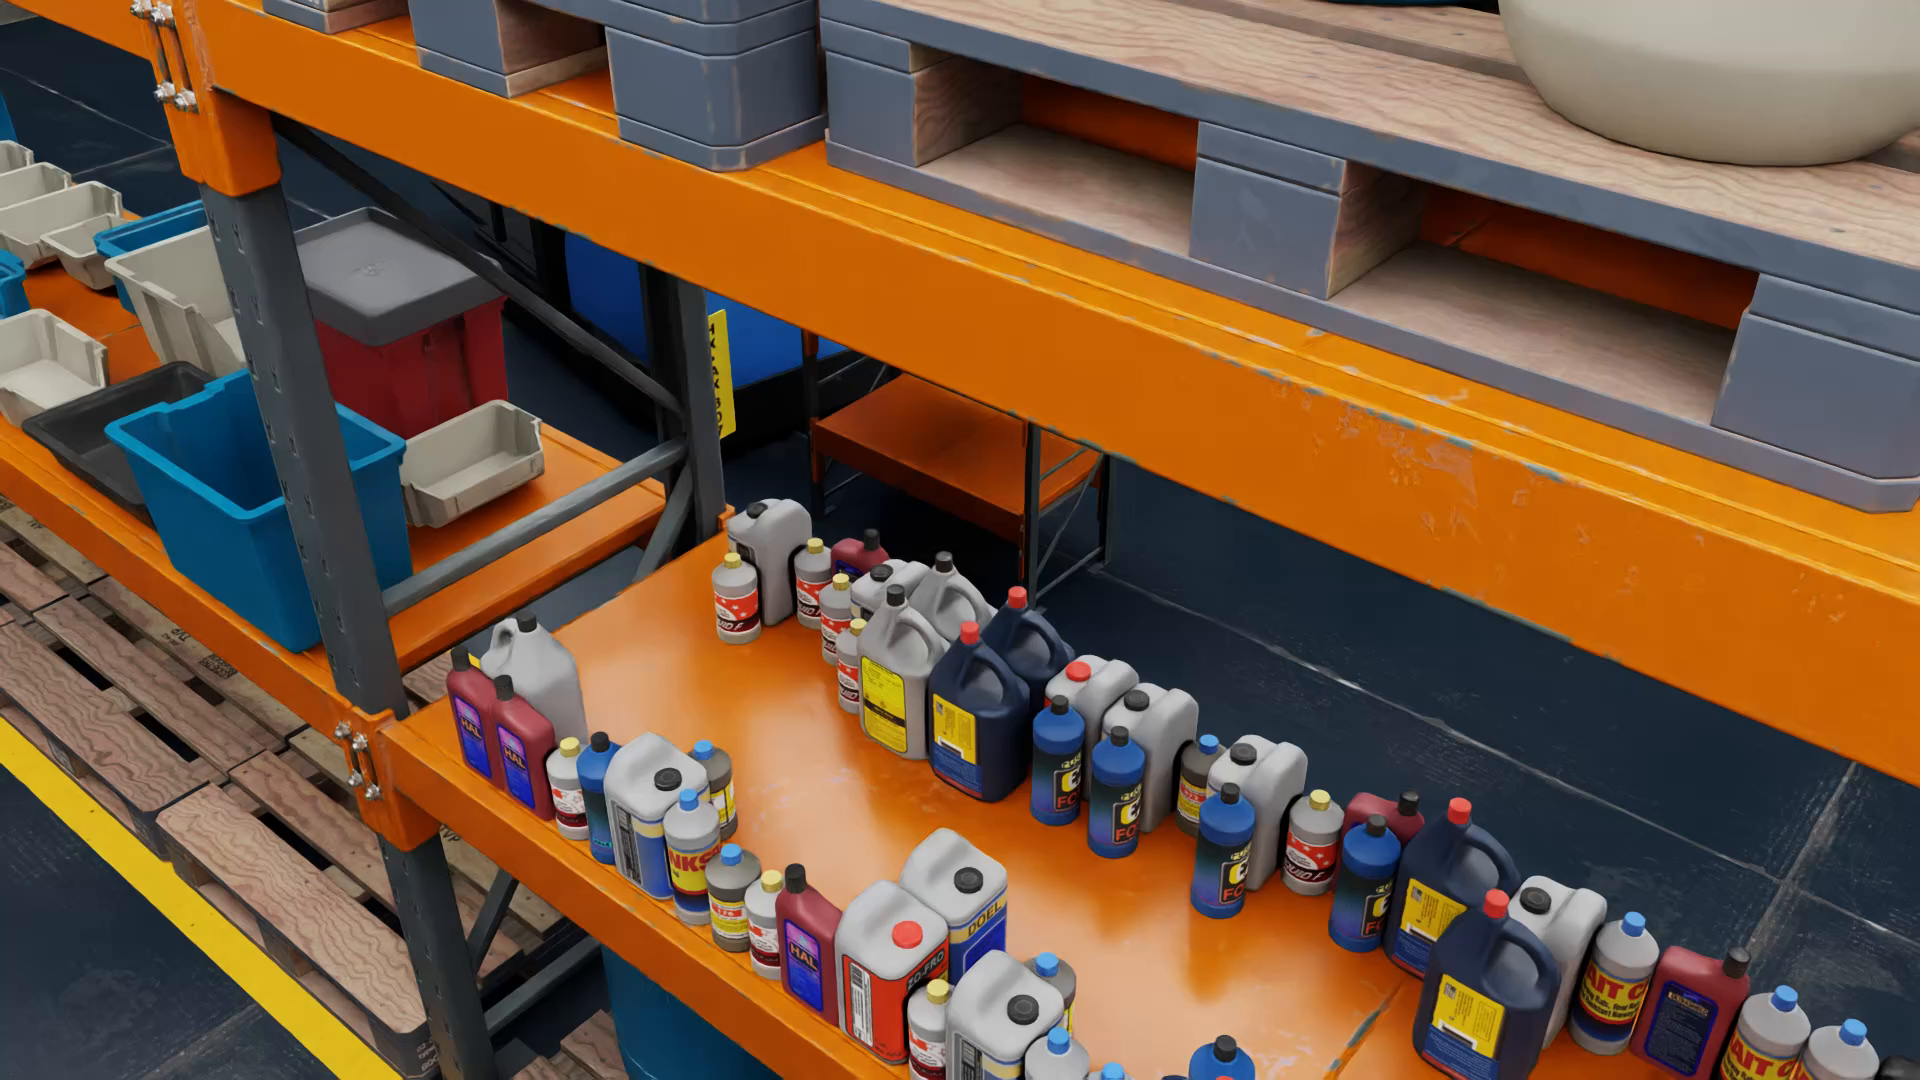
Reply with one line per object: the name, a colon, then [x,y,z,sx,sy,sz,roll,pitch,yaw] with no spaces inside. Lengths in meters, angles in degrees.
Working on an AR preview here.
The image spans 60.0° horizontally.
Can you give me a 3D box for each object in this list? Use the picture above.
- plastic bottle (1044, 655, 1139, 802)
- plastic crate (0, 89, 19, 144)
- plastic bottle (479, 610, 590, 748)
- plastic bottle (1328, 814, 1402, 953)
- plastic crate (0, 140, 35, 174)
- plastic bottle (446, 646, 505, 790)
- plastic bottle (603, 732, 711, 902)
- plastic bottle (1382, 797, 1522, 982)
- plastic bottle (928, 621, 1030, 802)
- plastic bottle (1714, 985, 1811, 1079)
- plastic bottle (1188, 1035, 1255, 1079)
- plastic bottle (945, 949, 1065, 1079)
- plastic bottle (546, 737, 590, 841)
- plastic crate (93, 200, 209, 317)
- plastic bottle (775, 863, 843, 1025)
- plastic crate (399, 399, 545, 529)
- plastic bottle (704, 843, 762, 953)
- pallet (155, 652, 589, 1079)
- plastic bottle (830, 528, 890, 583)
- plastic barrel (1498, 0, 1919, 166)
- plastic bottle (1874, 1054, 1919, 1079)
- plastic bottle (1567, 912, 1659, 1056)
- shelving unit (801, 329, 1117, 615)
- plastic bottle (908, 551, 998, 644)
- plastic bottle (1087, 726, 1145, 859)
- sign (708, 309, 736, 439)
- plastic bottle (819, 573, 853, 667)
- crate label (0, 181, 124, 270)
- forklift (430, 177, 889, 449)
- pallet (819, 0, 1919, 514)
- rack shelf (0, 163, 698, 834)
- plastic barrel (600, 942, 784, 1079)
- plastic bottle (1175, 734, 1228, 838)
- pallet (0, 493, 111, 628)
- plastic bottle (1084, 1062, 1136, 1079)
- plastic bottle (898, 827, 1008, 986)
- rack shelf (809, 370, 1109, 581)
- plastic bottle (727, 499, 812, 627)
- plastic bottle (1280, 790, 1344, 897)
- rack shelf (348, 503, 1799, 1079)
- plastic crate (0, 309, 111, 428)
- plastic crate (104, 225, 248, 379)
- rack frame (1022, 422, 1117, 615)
plastic bottle: [0.249,0.342,3.212,0.135,0.276,0.152,25,42,32]
plastic crate: [-3.627,-1.474,5.663,0.499,0.435,0.616,25,42,32]
plastic bottle: [-0.835,0.277,3.240,0.185,0.351,0.144,25,42,32]
plastic bottle: [0.701,0.582,2.867,0.097,0.271,0.097,0,34,0]
plastic crate: [-3.261,-1.174,5.490,0.243,0.136,0.396,25,42,32]
plastic bottle: [-0.921,0.340,3.208,0.133,0.283,0.061,25,42,32]
plastic bottle: [-0.536,0.491,2.995,0.135,0.276,0.152,25,42,32]
plastic bottle: [0.833,0.584,2.794,0.185,0.351,0.144,25,42,32]
plastic bottle: [0.036,0.315,3.186,0.185,0.351,0.144,25,42,32]
plastic bottle: [1.237,0.790,2.564,0.097,0.271,0.097,0,34,0]
plastic bottle: [0.386,0.842,2.489,0.097,0.271,0.097,0,34,0]
plastic bottle: [0.072,0.778,2.577,0.135,0.276,0.152,25,42,32]
plastic bottle: [-0.718,0.456,3.111,0.097,0.201,0.097,0,34,0]
plastic crate: [-2.261,-0.798,4.858,0.300,0.233,0.416,25,42,32]
plastic bottle: [-0.238,0.662,2.739,0.133,0.283,0.061,25,42,32]
plastic crate: [-1.196,-0.173,4.032,0.243,0.136,0.396,25,42,32]
plastic bottle: [-0.390,0.611,2.886,0.097,0.201,0.097,0,34,0]
pallet: [-1.519,0.874,4.791,1.213,0.211,1.003,25,42,32]
plastic bottle: [-0.213,0.088,3.575,0.133,0.283,0.061,25,42,32]
plastic barrel: [0.686,-0.619,1.362,0.433,0.535,0.433,0,34,0]
plastic bottle: [1.412,0.854,2.460,0.133,0.283,0.061,25,42,32]
plastic bottle: [1.060,0.706,2.686,0.097,0.271,0.097,0,34,0]
shelving unit: [-0.005,-0.466,5.935,1.048,1.125,0.538,25,42,32]
plastic bottle: [-0.014,0.185,3.375,0.185,0.351,0.144,25,42,32]
plastic bottle: [0.287,0.454,3.053,0.097,0.271,0.097,0,34,0]
sign: [-0.576,-0.379,3.907,0.005,0.325,0.100,25,42,32]
plastic bottle: [-0.249,0.163,3.539,0.097,0.201,0.097,0,34,0]
crate label: [-2.818,-0.973,5.197,0.243,0.136,0.396,25,42,32]
forklift: [-1.546,-2.337,7.063,1.130,2.935,3.031,-24,41,-30]
pallet: [0.609,-0.534,1.895,1.213,0.211,1.003,25,42,32]
rack shelf: [-2.466,-0.454,4.897,4.000,0.370,1.077,25,42,32]
plastic barrel: [-0.522,0.870,3.816,0.708,0.901,0.600,25,42,32]
plastic bottle: [0.459,0.452,3.118,0.097,0.201,0.097,0,34,0]
pallet: [-3.395,-0.010,6.078,1.213,0.211,1.003,25,42,32]
plastic bottle: [0.219,0.869,2.449,0.097,0.271,0.097,0,34,0]
plastic bottle: [-0.009,0.628,2.796,0.135,0.276,0.152,25,42,32]
rack shelf: [-0.005,-0.265,6.074,1.000,0.278,0.538,25,42,32]
plastic bottle: [-0.420,0.027,3.670,0.135,0.276,0.152,25,42,32]
plastic bottle: [0.637,0.536,2.996,0.097,0.201,0.097,0,34,0]
rack shelf: [0.608,0.995,2.787,4.000,0.370,1.077,25,42,32]
plastic crate: [-2.460,-0.442,4.424,0.466,0.136,0.293,25,42,32]
plastic crate: [-1.985,-0.635,4.577,0.530,0.282,0.437,25,42,32]
rack frame: [0.385,-0.282,5.667,0.032,1.125,0.500,25,42,32]
